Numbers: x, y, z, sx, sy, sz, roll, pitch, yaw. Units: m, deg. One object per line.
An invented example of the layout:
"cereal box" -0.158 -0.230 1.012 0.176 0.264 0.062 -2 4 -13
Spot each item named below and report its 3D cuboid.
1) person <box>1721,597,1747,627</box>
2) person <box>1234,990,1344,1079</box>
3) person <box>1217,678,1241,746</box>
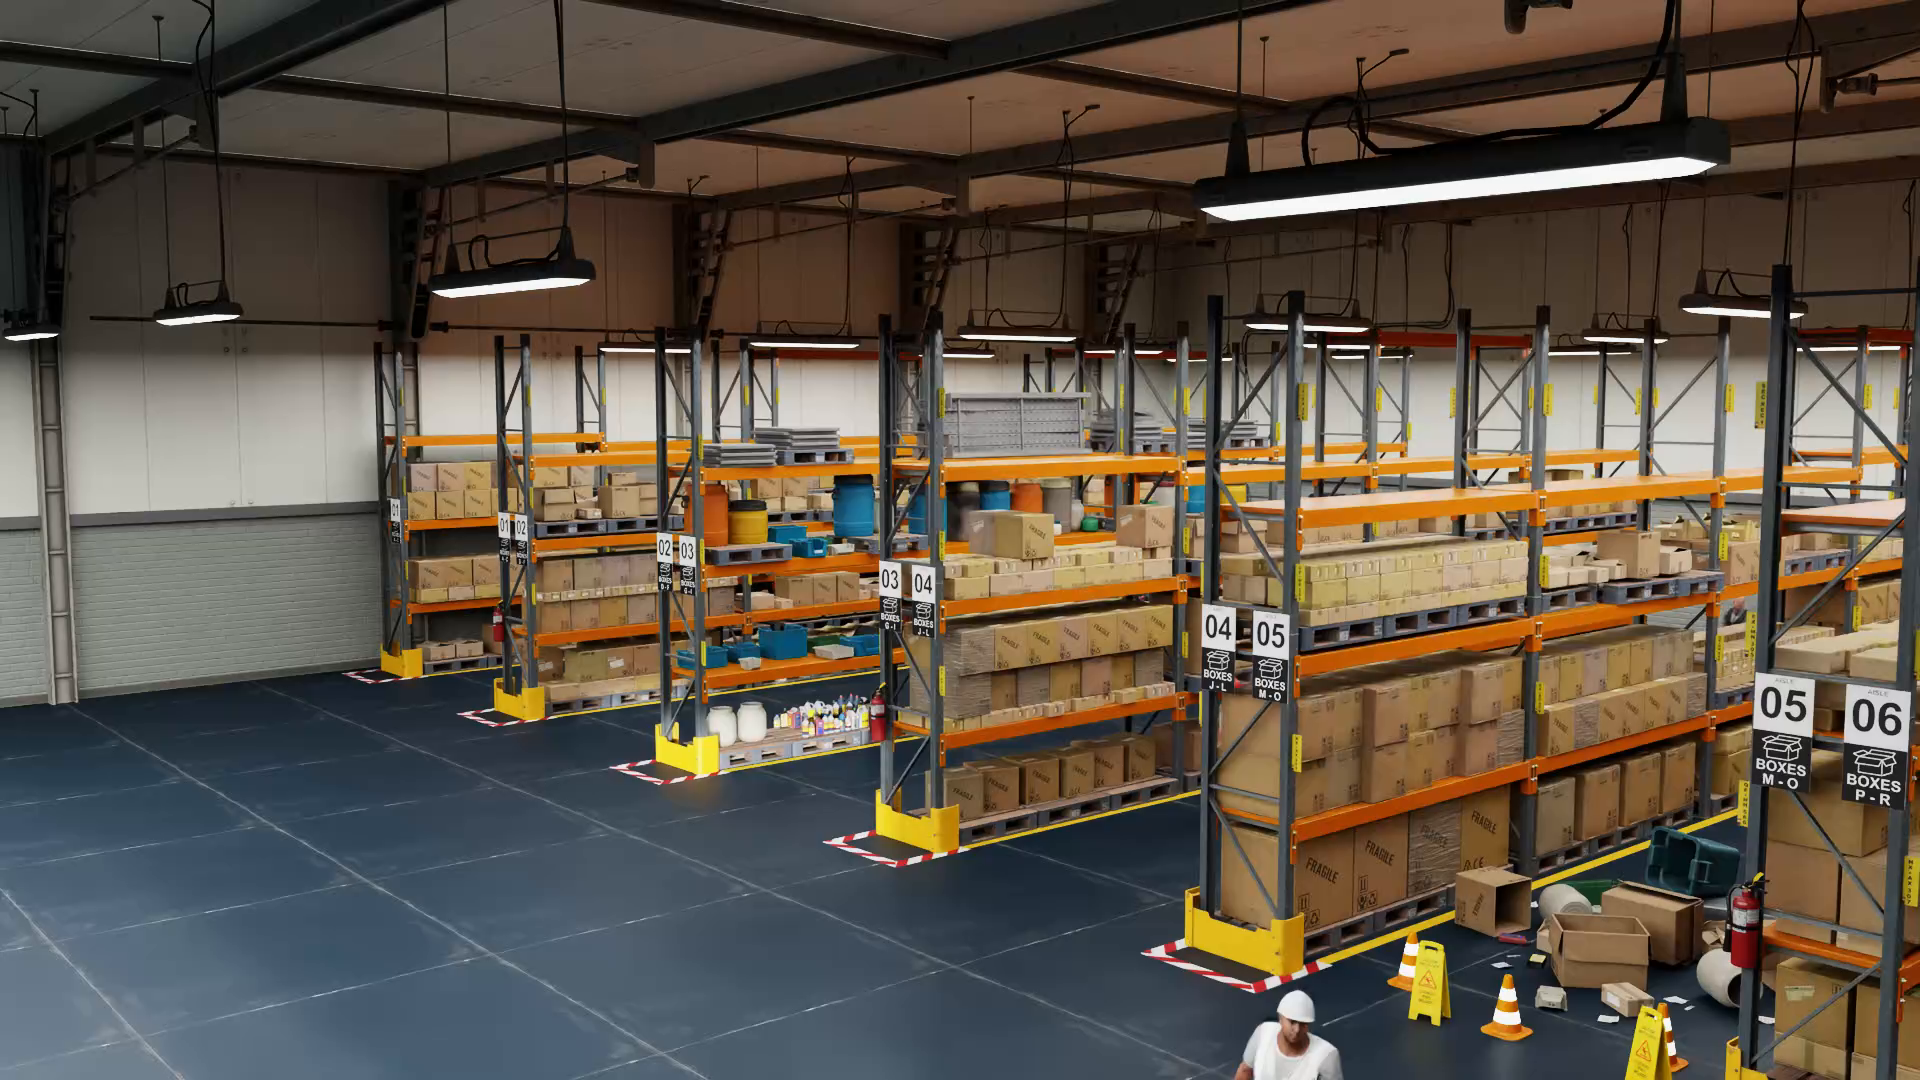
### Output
"person" 13.267 1.757 28.330 0.706 1.668 0.744 -3 6 -33
"person" 1.919 3.416 9.792 0.772 1.729 0.735 2 6 24
"person" 3.232 2.487 19.697 0.488 1.763 0.591 -3 6 -28
